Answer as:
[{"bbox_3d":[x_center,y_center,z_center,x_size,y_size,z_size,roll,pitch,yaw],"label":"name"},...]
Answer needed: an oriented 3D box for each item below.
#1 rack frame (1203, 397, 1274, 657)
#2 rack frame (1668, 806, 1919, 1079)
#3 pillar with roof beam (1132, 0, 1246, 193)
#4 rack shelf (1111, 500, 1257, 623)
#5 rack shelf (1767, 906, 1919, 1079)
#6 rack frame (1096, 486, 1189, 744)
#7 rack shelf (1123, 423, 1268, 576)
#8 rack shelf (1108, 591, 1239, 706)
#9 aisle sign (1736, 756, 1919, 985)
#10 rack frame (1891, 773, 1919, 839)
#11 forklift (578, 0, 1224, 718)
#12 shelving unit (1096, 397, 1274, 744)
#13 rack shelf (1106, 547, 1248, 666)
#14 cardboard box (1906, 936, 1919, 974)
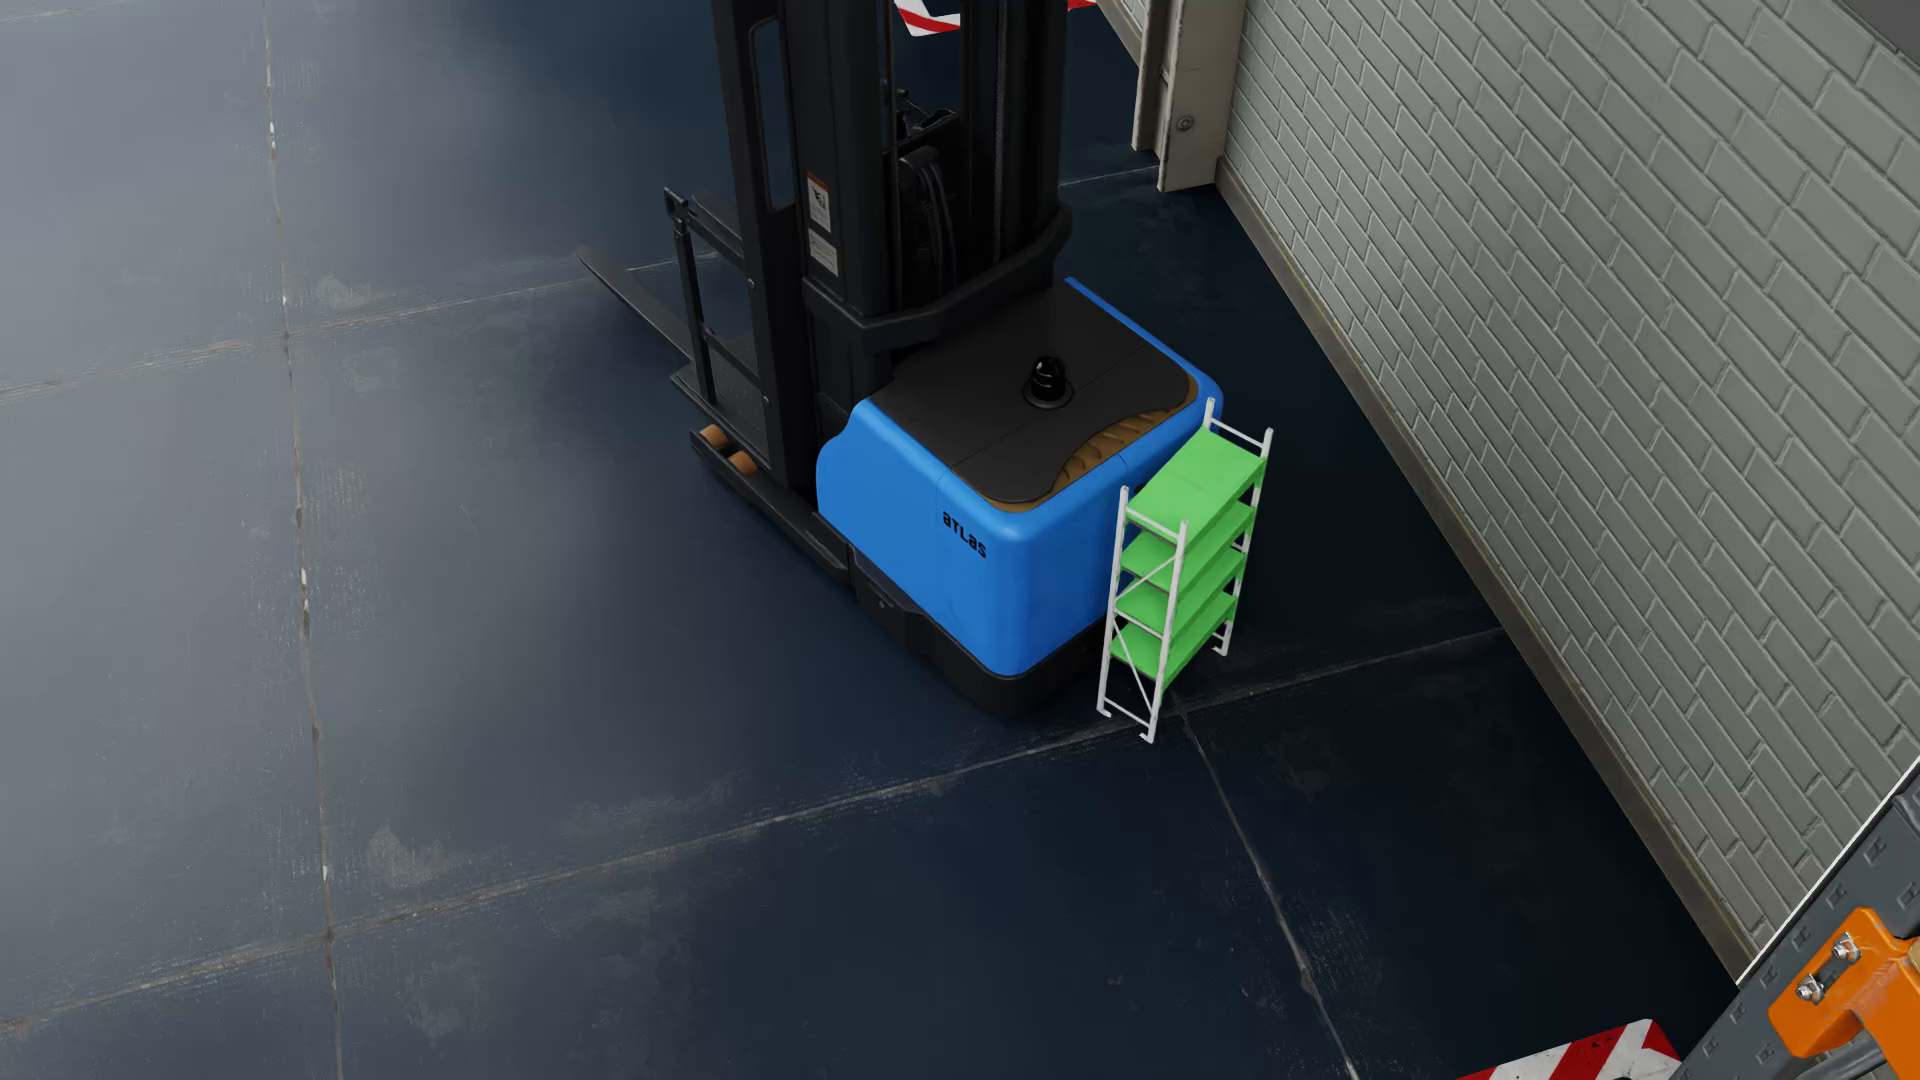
[{"bbox_3d":[0.895,-0.014,5.766,0.240,1.200,0.015,31,56,23],"label":"rack frame"},{"bbox_3d":[1.789,1.264,3.512,1.000,3.000,0.127,-13,51,-11],"label":"rack frame"},{"bbox_3d":[-3.065,-3.763,3.826,9.100,9.000,0.400,-13,51,-11],"label":"pillar with roof beam"},{"bbox_3d":[0.744,0.020,5.508,0.258,0.148,0.480,31,56,23],"label":"rack shelf"},{"bbox_3d":[2.380,1.989,1.409,1.077,0.370,4.000,-13,51,-11],"label":"rack shelf"},{"bbox_3d":[0.593,0.280,5.519,0.240,1.200,0.015,31,56,23],"label":"rack frame"},{"bbox_3d":[0.744,-0.135,5.325,0.258,0.148,0.480,31,56,23],"label":"rack shelf"},{"bbox_3d":[0.744,0.329,5.875,0.258,0.148,0.480,31,56,23],"label":"rack shelf"},{"bbox_3d":[1.481,0.441,2.506,0.394,0.787,0.004,-13,51,-11],"label":"aisle sign"},{"bbox_3d":[1.789,-0.670,1.219,1.000,3.000,0.127,-13,51,-11],"label":"rack frame"},{"bbox_3d":[-0.440,-1.367,5.775,1.130,2.935,3.031,-34,58,-25],"label":"forklift"},{"bbox_3d":[0.744,0.133,5.643,0.258,1.200,0.503,31,56,23],"label":"shelving unit"},{"bbox_3d":[0.744,0.174,5.692,0.258,0.148,0.480,31,56,23],"label":"rack shelf"},{"bbox_3d":[1.649,0.559,2.066,0.500,0.500,0.500,-12,51,-10],"label":"cardboard box"}]
